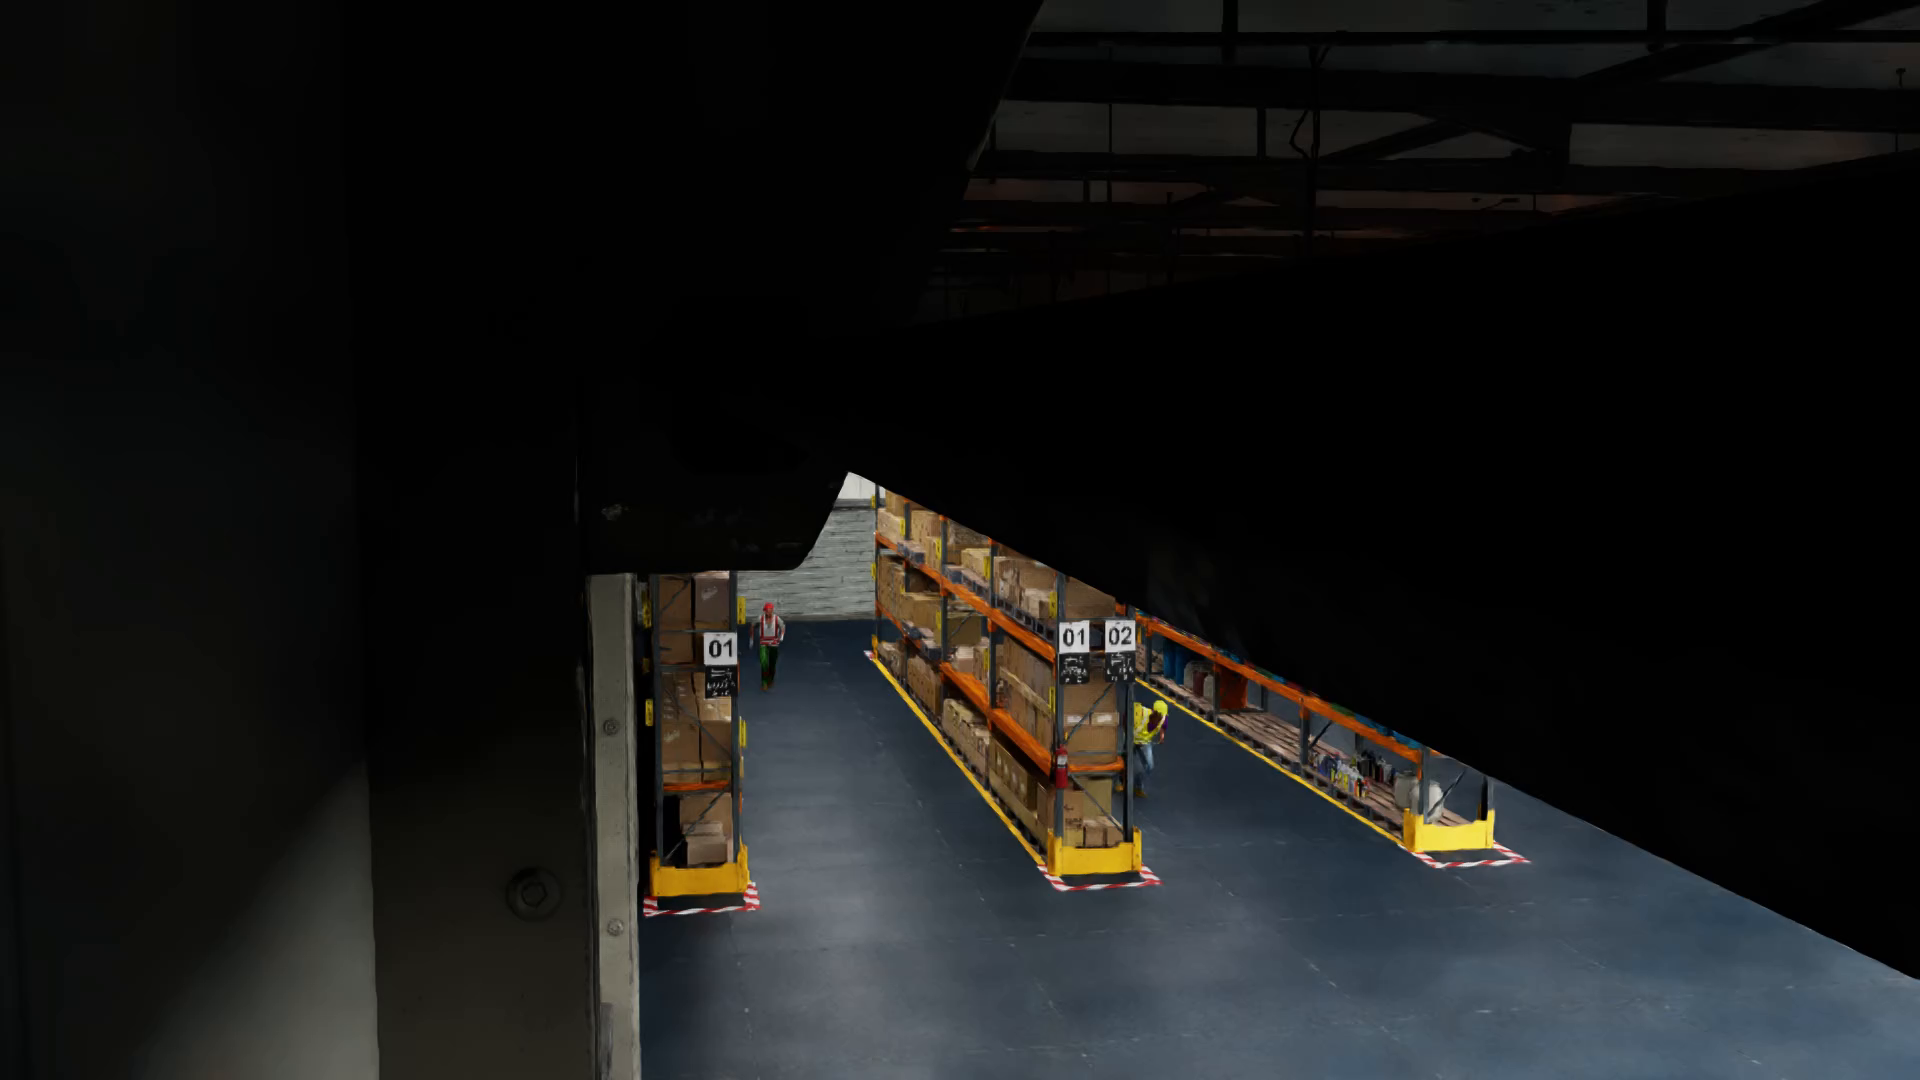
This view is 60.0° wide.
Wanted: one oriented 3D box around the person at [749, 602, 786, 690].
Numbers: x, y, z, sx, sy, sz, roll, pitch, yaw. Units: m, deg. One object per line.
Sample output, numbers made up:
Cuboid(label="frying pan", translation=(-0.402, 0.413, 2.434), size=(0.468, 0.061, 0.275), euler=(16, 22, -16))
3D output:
Cuboid(label="person", translation=(-3.819, 2.078, 33.077), size=(0.706, 1.721, 0.843), euler=(-2, 6, -15))

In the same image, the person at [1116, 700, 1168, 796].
Cuboid(label="person", translation=(2.760, 3.066, 24.788), size=(0.690, 1.491, 0.990), euler=(-2, 6, -18))

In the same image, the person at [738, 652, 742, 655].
Cuboid(label="person", translation=(-5.249, 1.707, 36.766), size=(0.622, 1.722, 0.946), euler=(-4, 7, -34))
